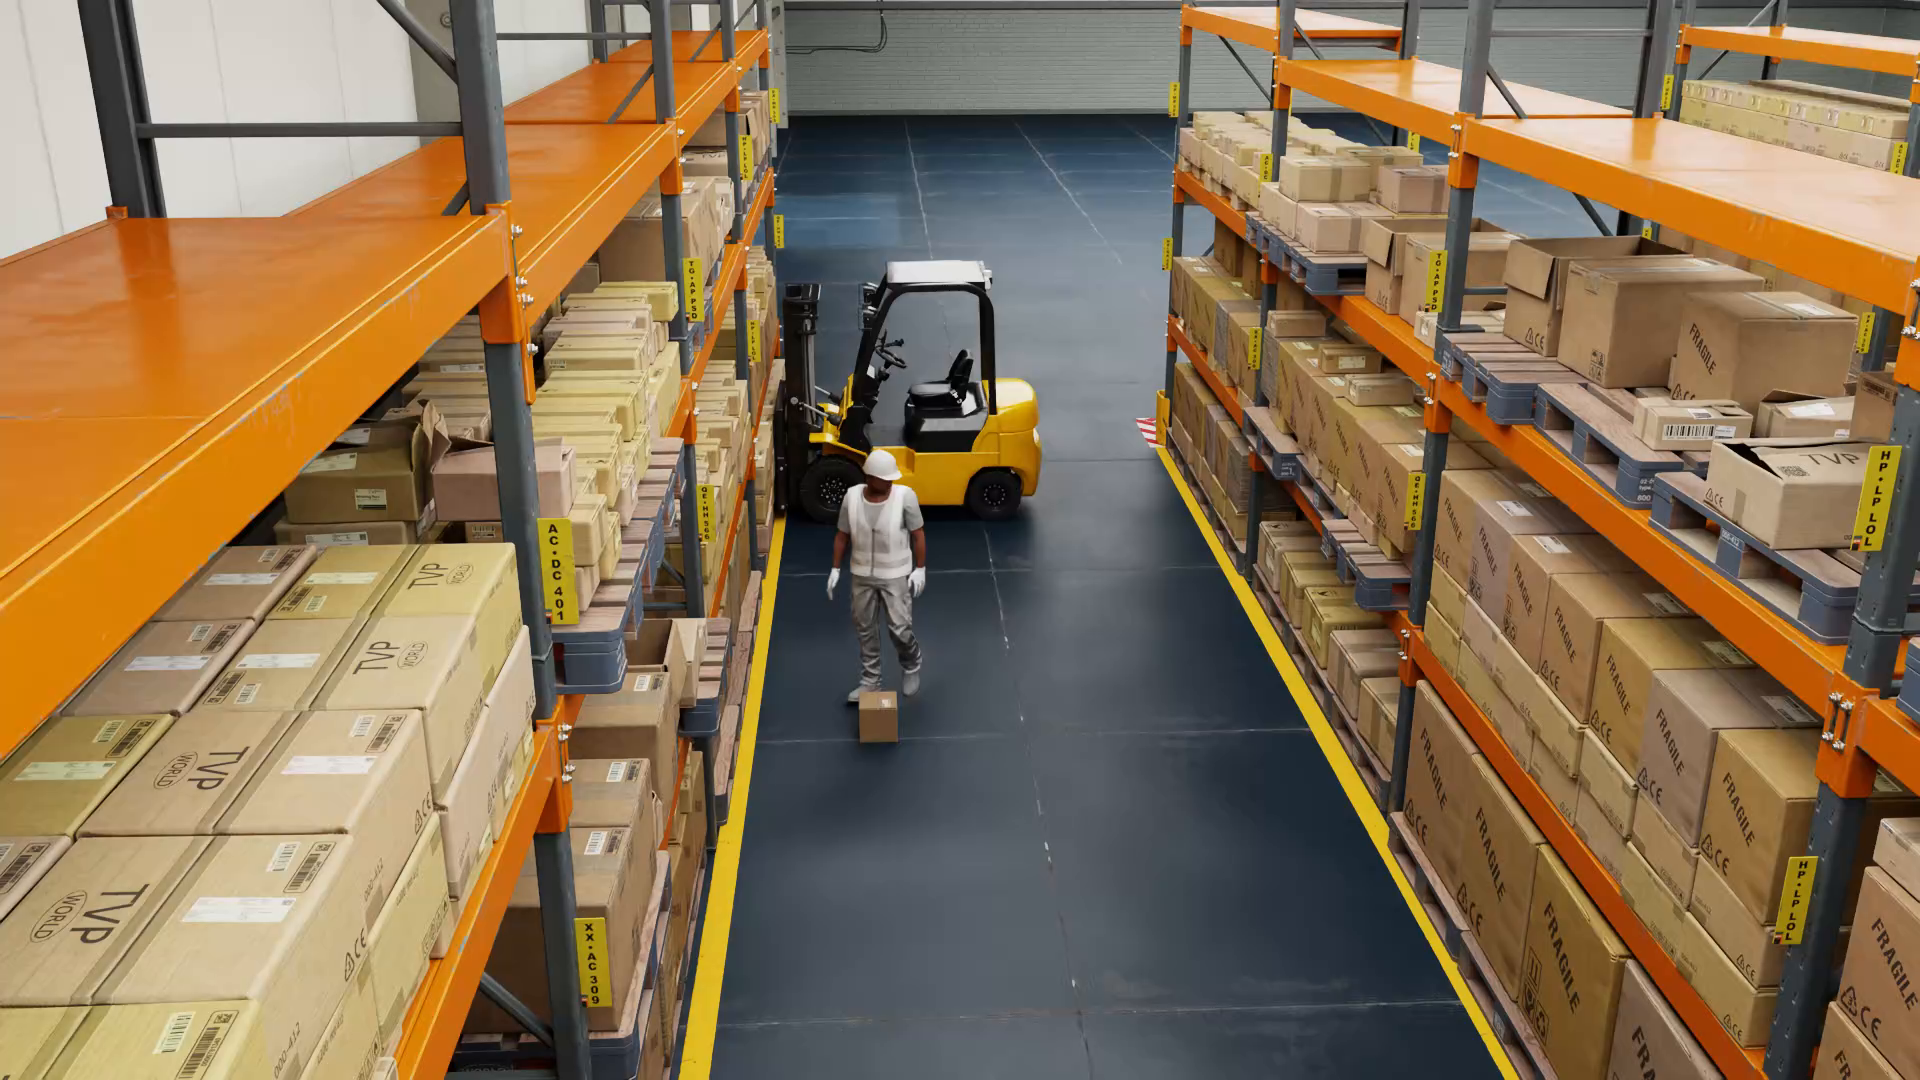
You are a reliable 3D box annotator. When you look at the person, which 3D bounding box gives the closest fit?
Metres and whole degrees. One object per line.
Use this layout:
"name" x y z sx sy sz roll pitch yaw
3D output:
"person" -0.551 0.239 11.190 0.621 1.780 0.481 7 21 18
